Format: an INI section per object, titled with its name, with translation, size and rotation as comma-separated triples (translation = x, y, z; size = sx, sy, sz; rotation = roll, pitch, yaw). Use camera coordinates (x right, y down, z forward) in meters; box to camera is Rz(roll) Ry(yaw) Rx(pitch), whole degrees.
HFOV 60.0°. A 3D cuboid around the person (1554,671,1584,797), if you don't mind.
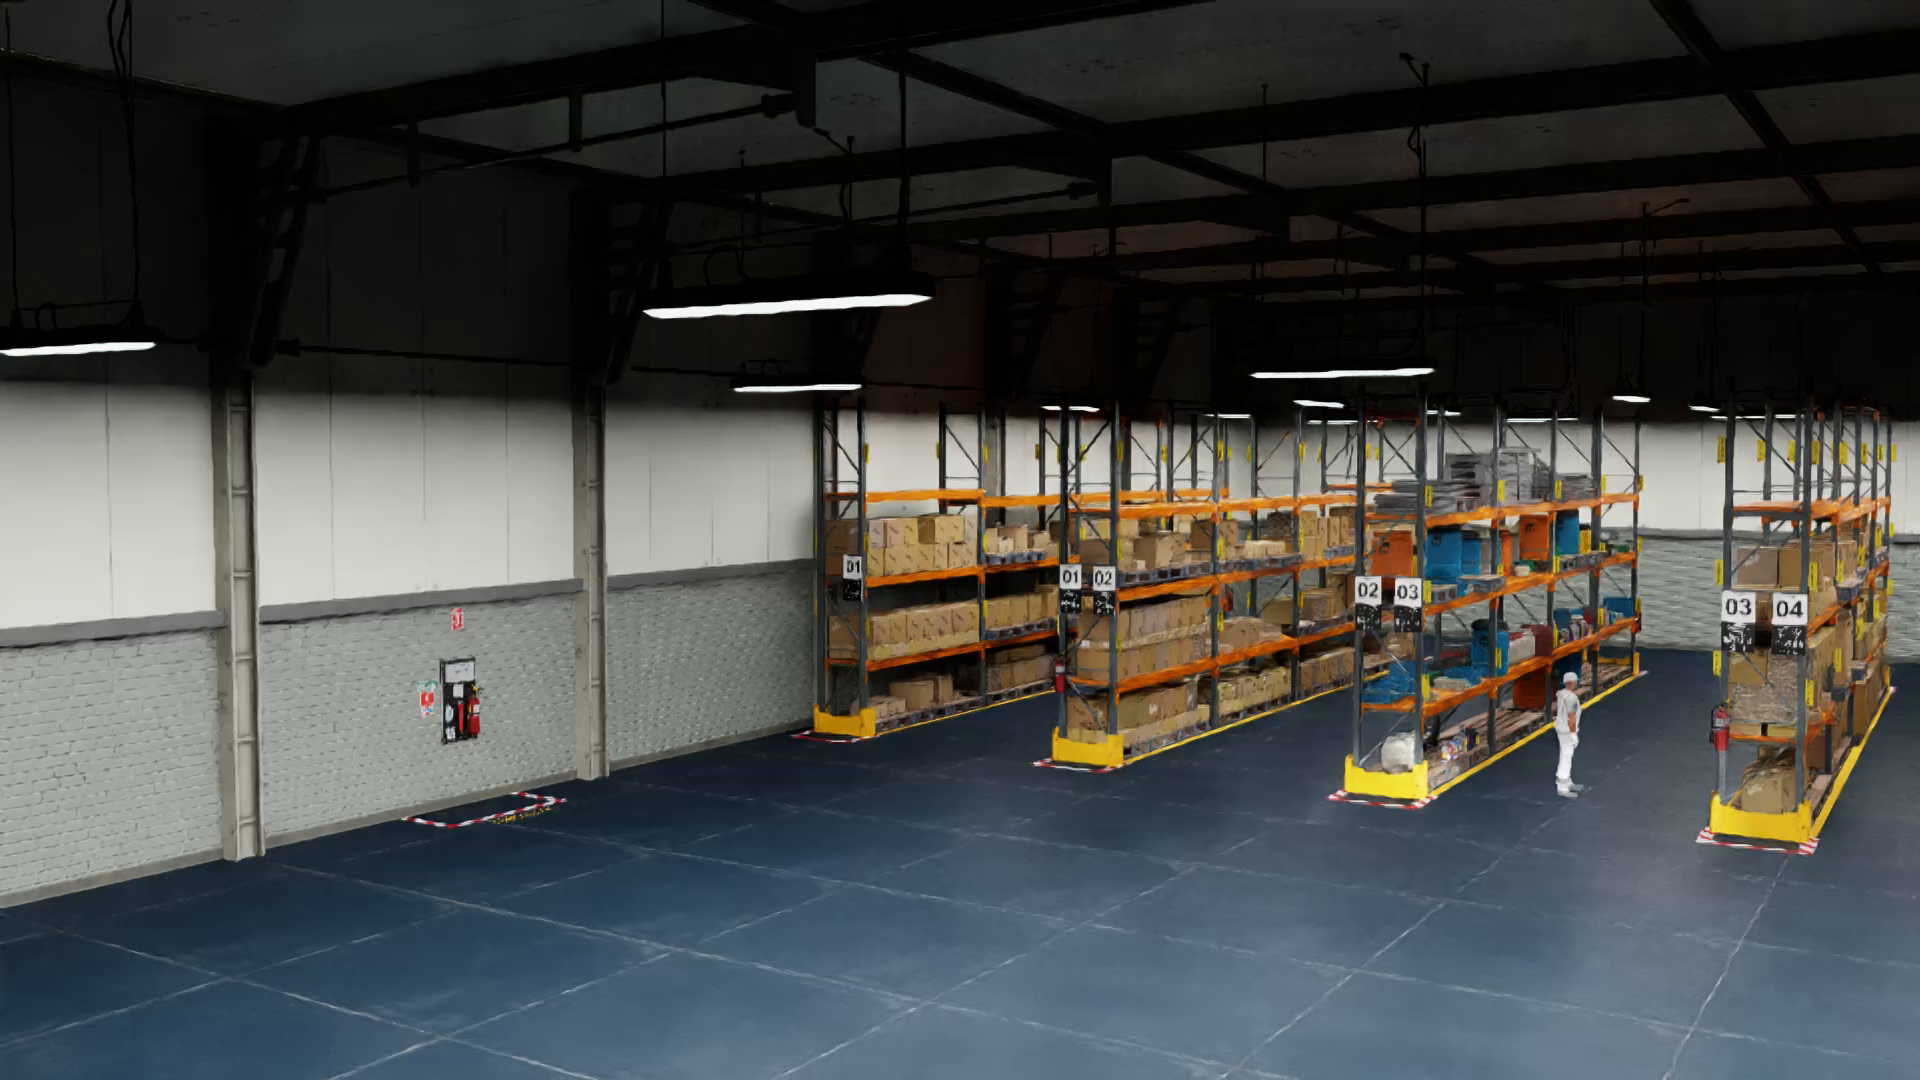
[person]
translation = 8.917, 2.811, 24.281
size = 0.450, 1.794, 0.629
rotation = 0, 3, 5
